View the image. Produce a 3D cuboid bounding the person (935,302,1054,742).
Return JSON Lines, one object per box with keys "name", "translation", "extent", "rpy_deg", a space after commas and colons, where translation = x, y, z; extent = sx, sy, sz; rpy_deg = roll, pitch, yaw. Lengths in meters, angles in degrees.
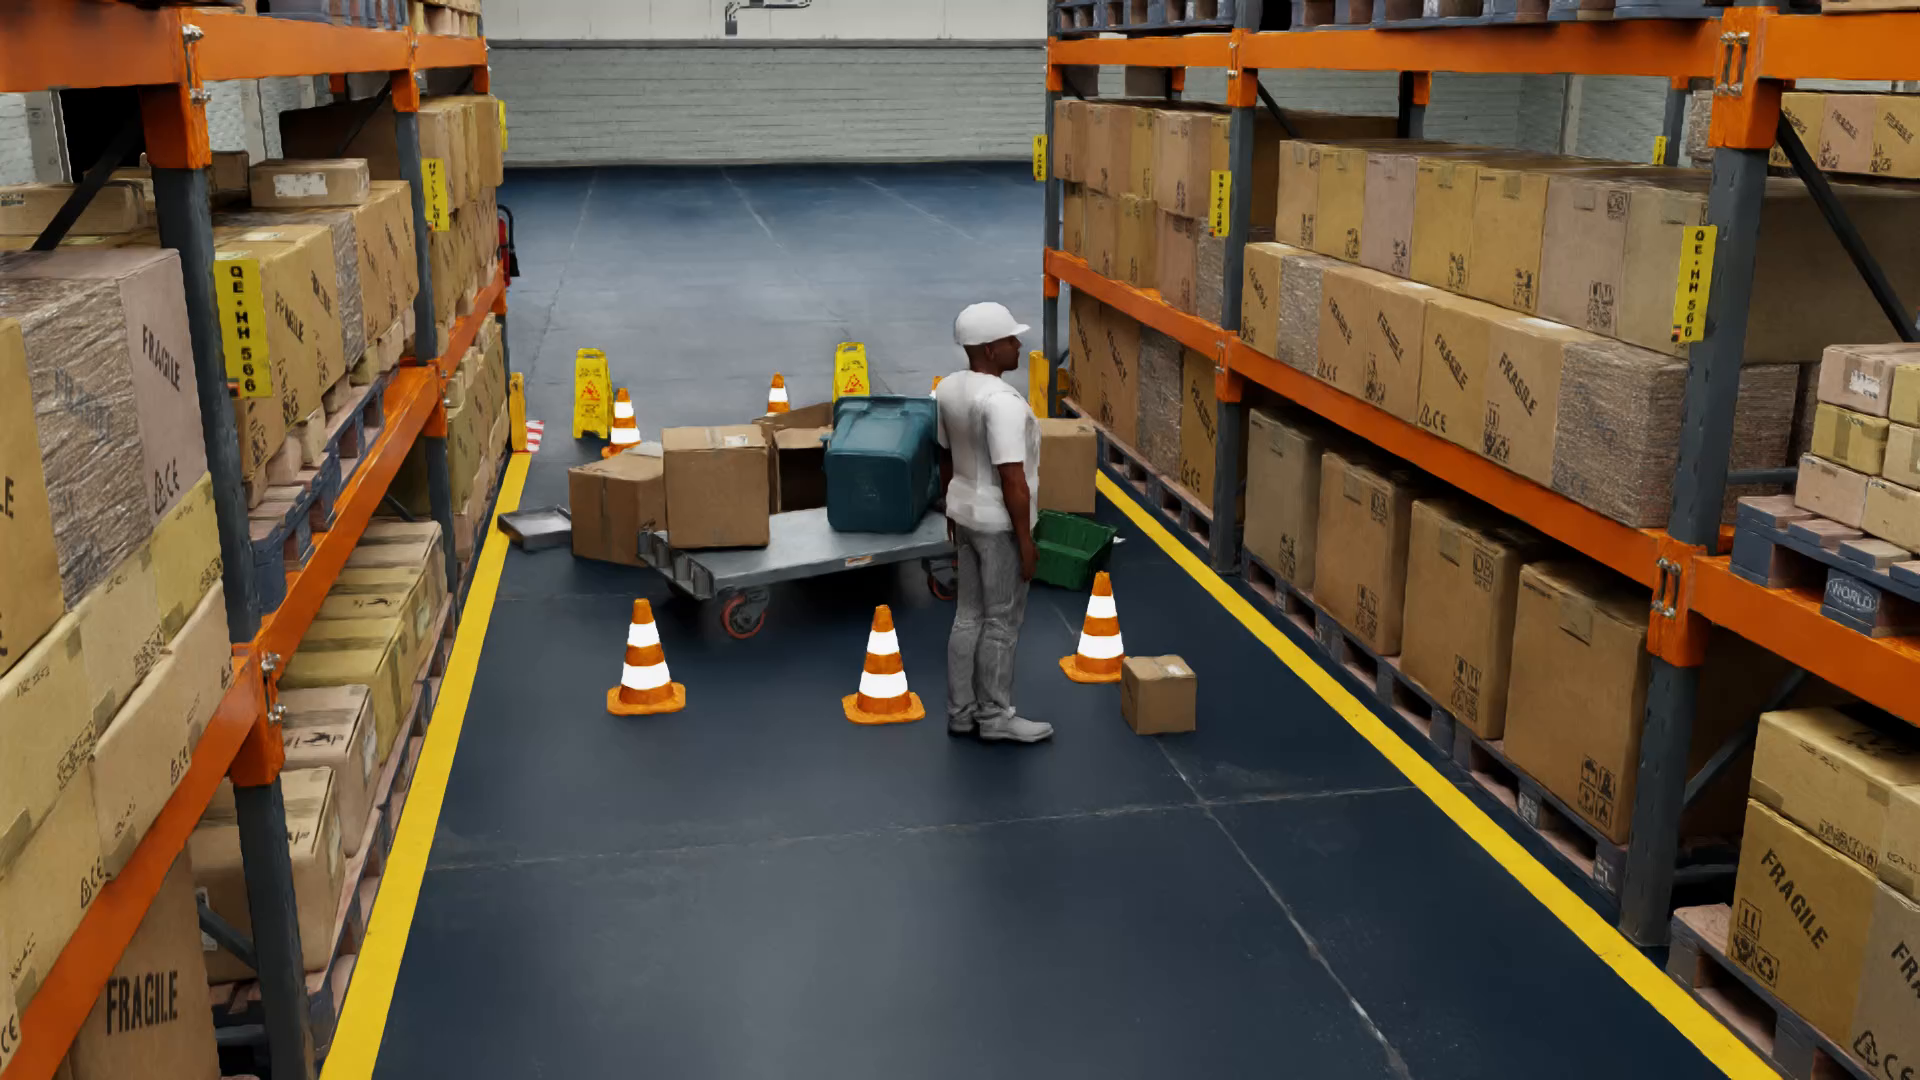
{"name": "person", "translation": [0.118, -0.074, 6.691], "extent": [0.379, 1.769, 0.665], "rpy_deg": [-8, 18, -26]}
